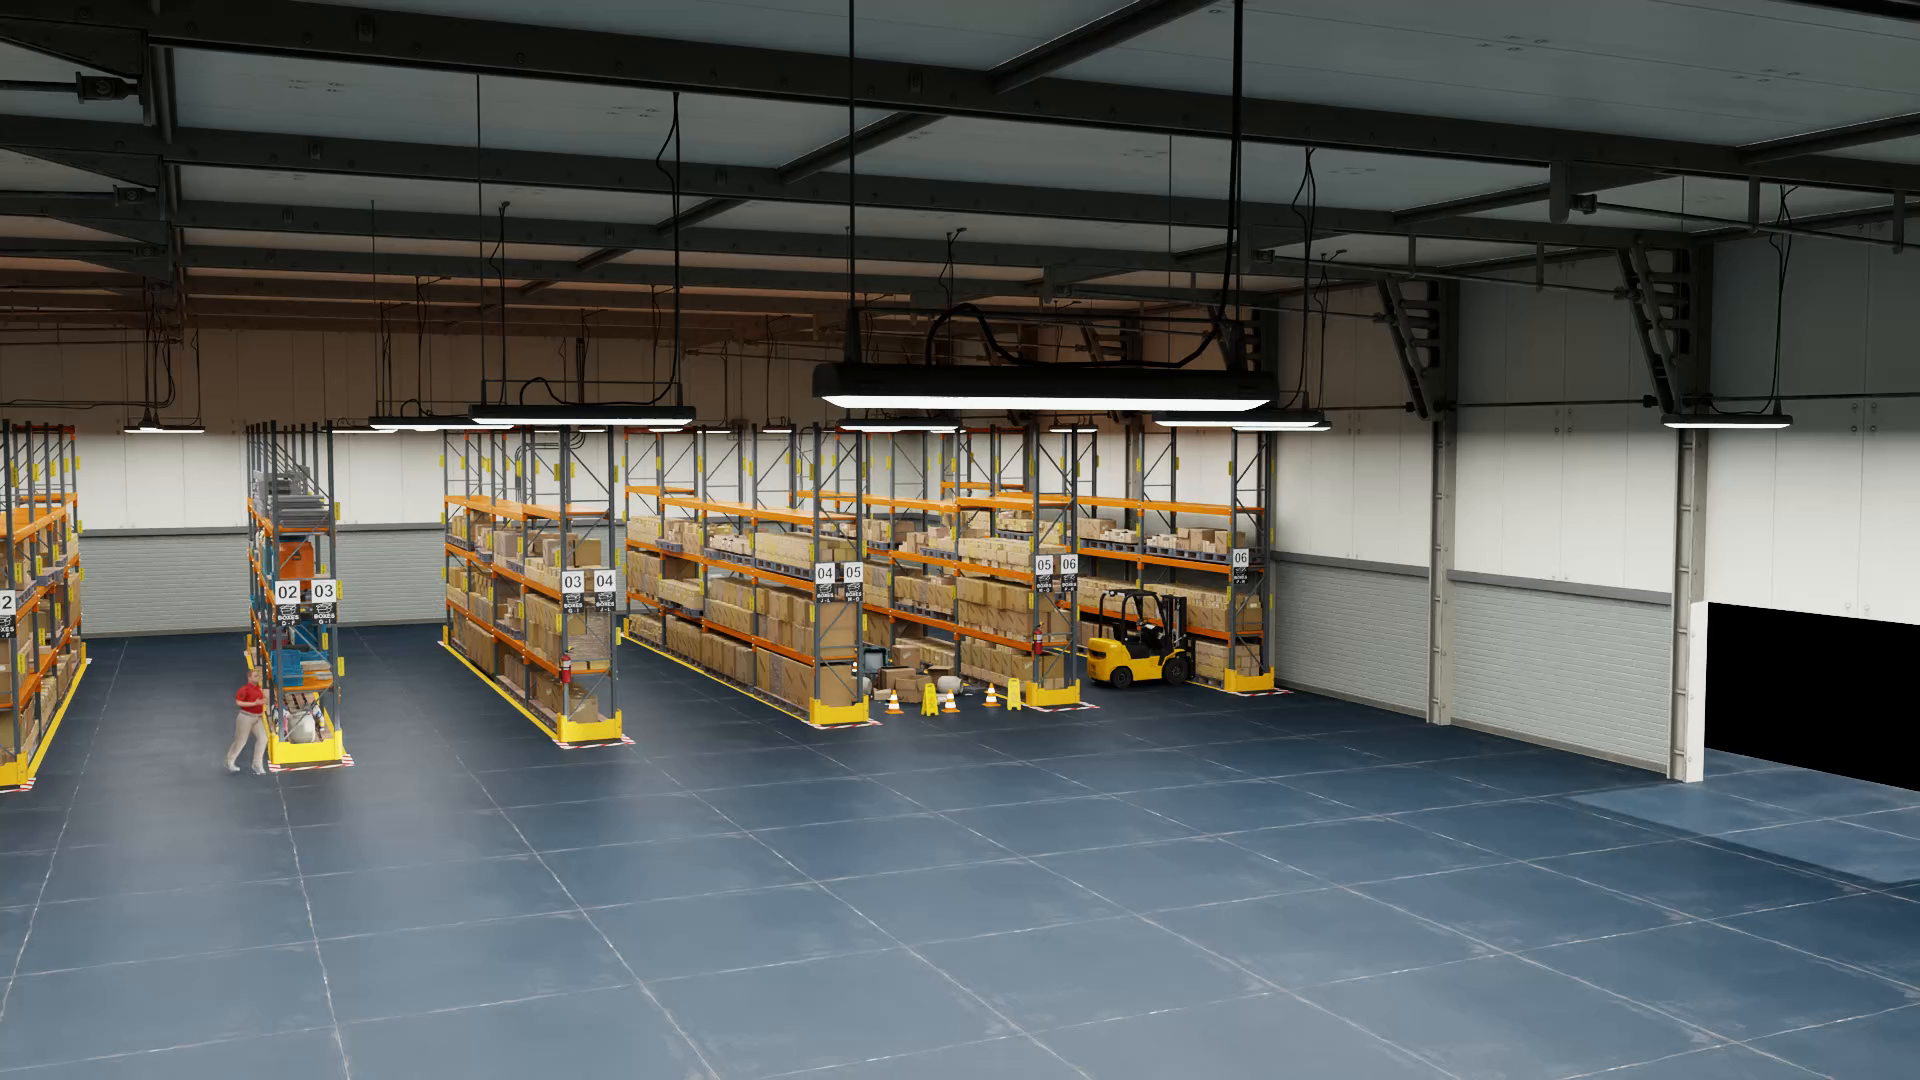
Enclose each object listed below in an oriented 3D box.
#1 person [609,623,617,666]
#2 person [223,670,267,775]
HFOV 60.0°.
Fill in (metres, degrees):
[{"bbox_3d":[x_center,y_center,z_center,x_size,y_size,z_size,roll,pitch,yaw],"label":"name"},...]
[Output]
[{"bbox_3d":[-8.819,2.258,41.415,0.659,1.811,0.832,-2,4,-26],"label":"person"},{"bbox_3d":[-12.078,3.111,28.253,0.783,1.799,0.648,1,4,20],"label":"person"}]
